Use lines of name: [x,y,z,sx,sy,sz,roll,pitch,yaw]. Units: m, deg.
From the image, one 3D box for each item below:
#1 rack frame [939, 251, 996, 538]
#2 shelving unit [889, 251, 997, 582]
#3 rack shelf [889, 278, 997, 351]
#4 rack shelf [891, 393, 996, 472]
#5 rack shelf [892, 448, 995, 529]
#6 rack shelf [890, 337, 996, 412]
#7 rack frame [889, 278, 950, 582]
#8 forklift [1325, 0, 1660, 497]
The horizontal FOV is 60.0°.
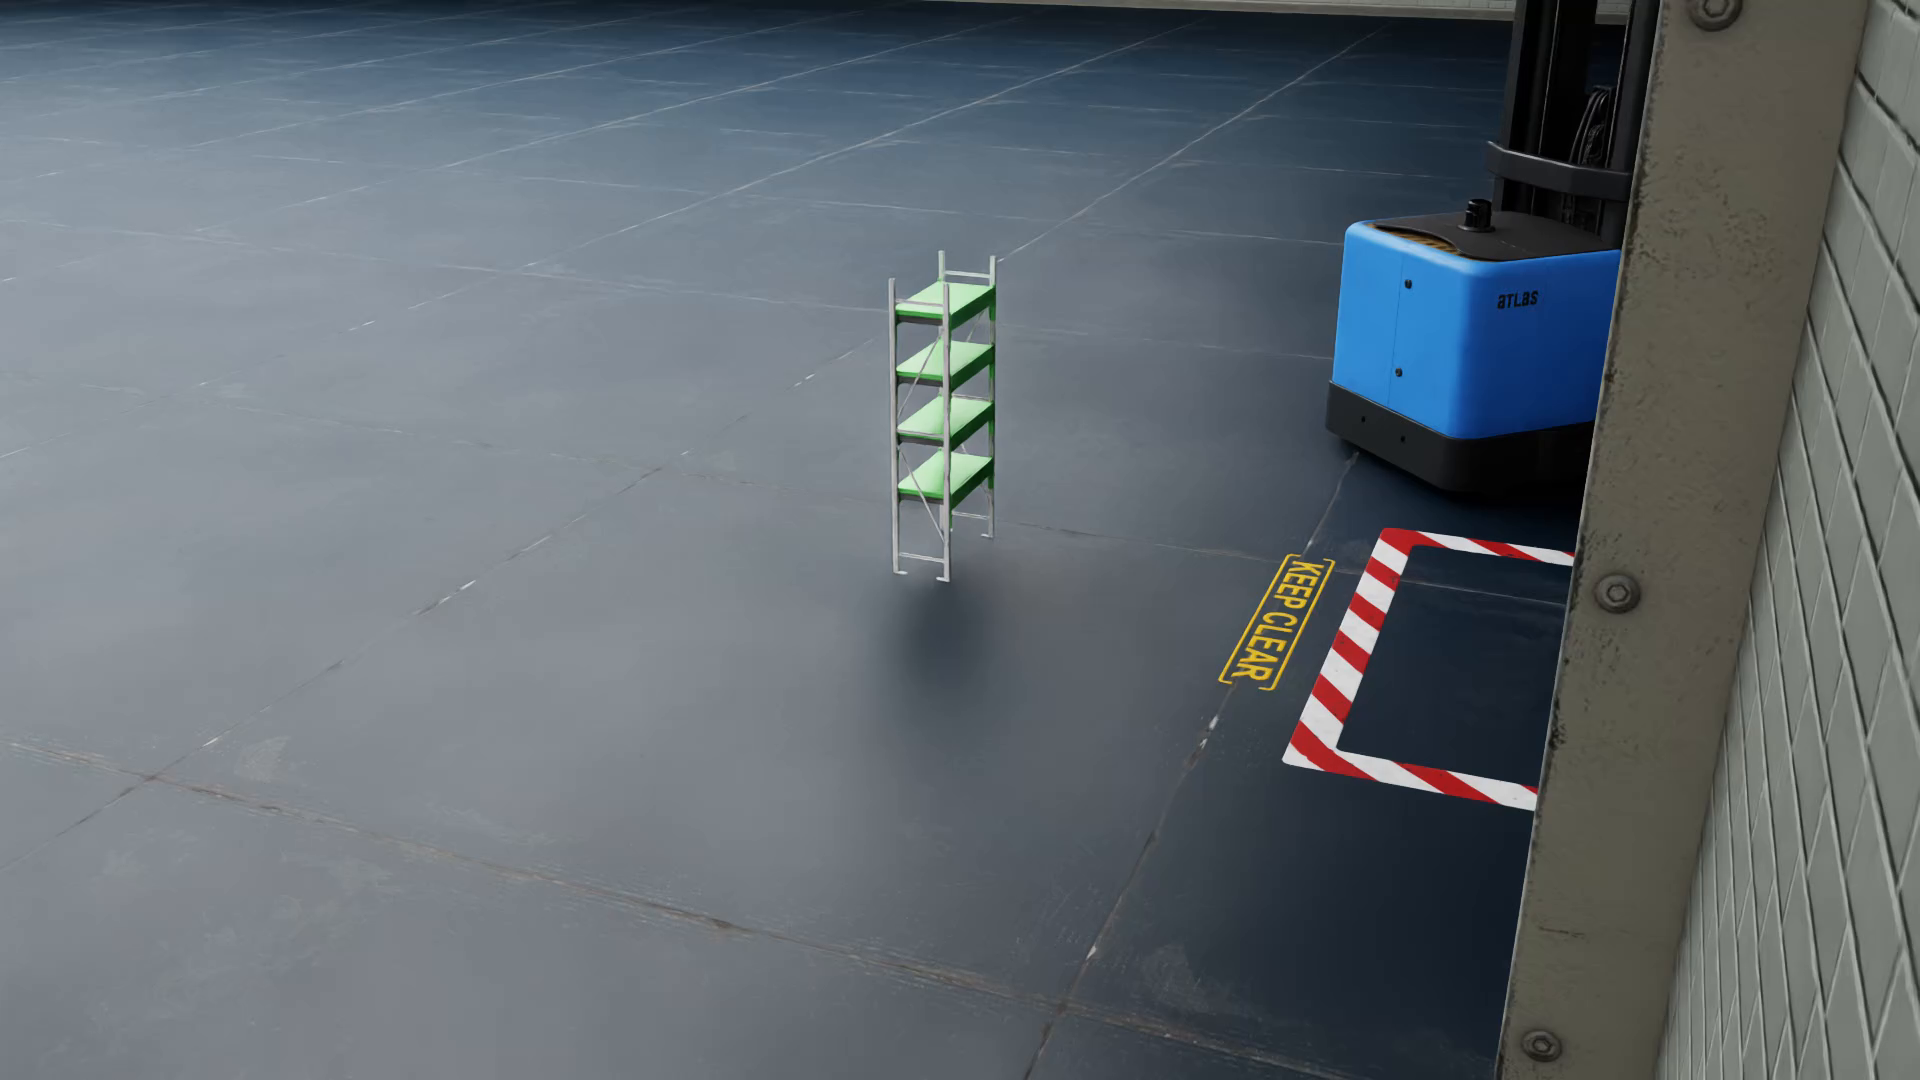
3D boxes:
rack frame: [0.029,-0.582,6.821,0.240,1.200,0.015,9,24,20]
shelving unit: [-0.061,-0.494,6.612,0.258,1.200,0.503,9,24,20]
rack shelf: [-0.061,-0.878,6.452,0.258,0.148,0.480,9,24,20]
rack shelf: [-0.061,-0.435,6.637,0.258,0.148,0.480,9,24,20]
rack shelf: [-0.061,-0.214,6.730,0.258,0.148,0.480,9,24,20]
rack shelf: [-0.061,-0.657,6.545,0.258,0.148,0.480,9,24,20]
rack frame: [-0.152,-0.407,6.403,0.240,1.200,0.015,9,24,20]
forklift: [3.347,-1.894,7.718,3.031,2.935,1.130,-9,24,-21]
